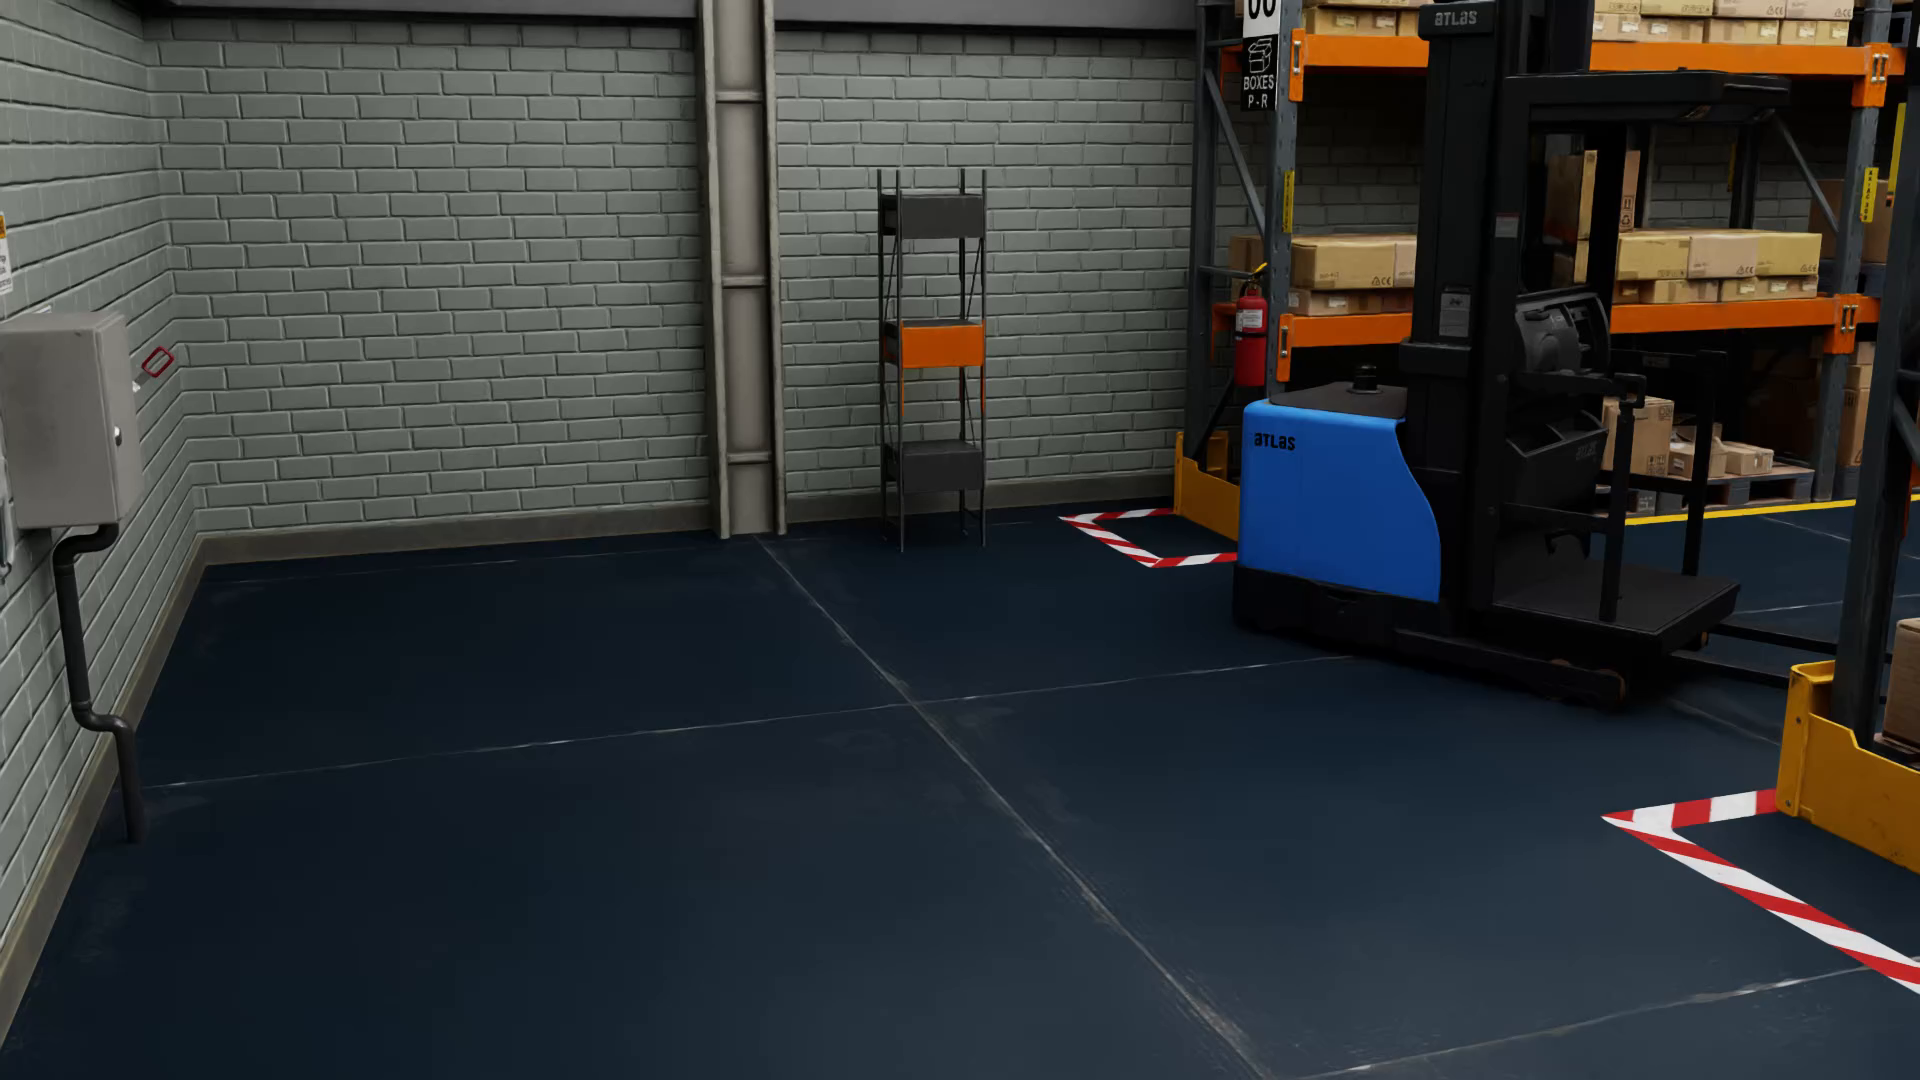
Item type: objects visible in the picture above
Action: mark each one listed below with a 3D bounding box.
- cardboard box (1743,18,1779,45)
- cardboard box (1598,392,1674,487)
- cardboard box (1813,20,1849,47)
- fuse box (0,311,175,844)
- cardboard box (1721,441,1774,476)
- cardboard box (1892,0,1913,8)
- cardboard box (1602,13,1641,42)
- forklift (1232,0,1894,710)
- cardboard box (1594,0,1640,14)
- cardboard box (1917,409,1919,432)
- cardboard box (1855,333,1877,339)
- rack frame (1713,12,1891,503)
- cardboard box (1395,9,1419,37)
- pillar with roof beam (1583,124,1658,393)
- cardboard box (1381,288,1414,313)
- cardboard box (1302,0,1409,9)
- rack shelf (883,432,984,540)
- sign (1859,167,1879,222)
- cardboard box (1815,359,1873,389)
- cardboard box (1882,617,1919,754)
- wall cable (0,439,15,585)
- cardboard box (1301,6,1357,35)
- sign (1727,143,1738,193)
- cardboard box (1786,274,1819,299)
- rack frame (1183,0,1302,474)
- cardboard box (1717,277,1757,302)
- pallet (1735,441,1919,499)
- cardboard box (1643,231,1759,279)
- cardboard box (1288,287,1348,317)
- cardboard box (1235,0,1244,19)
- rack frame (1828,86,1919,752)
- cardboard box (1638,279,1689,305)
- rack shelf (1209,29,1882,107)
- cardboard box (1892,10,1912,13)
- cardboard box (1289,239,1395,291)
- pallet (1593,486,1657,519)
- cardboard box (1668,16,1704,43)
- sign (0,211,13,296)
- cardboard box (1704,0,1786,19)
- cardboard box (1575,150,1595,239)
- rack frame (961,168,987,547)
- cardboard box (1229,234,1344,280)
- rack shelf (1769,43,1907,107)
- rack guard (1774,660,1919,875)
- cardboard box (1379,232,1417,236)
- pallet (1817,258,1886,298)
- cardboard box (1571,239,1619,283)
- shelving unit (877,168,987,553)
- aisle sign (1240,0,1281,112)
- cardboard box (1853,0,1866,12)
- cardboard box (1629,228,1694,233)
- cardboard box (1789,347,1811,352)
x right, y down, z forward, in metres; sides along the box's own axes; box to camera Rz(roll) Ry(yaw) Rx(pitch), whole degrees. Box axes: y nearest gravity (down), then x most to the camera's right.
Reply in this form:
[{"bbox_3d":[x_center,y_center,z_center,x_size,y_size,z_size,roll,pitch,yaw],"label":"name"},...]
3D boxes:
[{"bbox_3d":[4.642,-3.022,9.924,0.250,0.149,0.380,-4,14,-16],"label":"cardboard box"},{"bbox_3d":[4.005,-0.660,10.428,0.500,0.500,0.700,-5,14,-20],"label":"cardboard box"},{"bbox_3d":[5.133,-3.057,10.073,0.250,0.149,0.380,-5,14,-18],"label":"cardboard box"},{"bbox_3d":[-2.694,0.149,5.318,0.414,1.711,0.539,-4,14,-18],"label":"fuse box"},{"bbox_3d":[4.945,-0.523,10.612,0.250,0.149,0.380,-5,14,-20],"label":"cardboard box"},{"bbox_3d":[5.789,-3.336,10.122,0.250,0.149,0.380,-4,14,-17],"label":"cardboard box"},{"bbox_3d":[3.683,-2.937,9.568,0.250,0.149,0.380,-4,14,-17],"label":"cardboard box"},{"bbox_3d":[2.734,-0.873,6.980,3.031,2.935,1.130,11,18,40],"label":"forklift"},{"bbox_3d":[3.543,-3.140,9.561,0.500,0.250,0.500,-5,14,-19],"label":"cardboard box"},{"bbox_3d":[6.411,-0.827,11.132,0.500,0.500,0.500,-5,14,-19],"label":"cardboard box"},{"bbox_3d":[6.035,-1.257,10.897,0.250,0.149,0.380,-5,14,-21],"label":"cardboard box"},{"bbox_3d":[5.379,-1.811,10.775,0.127,3.000,1.000,-4,14,-18],"label":"rack frame"},{"bbox_3d":[2.453,-2.866,9.269,0.250,0.149,0.380,-4,14,-18],"label":"cardboard box"},{"bbox_3d":[5.805,-3.932,6.726,0.400,9.000,9.100,-4,14,-18],"label":"pillar with roof beam"},{"bbox_3d":[2.451,-1.414,9.647,0.250,0.149,0.380,-5,14,-19],"label":"cardboard box"},{"bbox_3d":[2.096,-3.020,9.055,0.500,0.250,0.500,-5,14,-19],"label":"cardboard box"},{"bbox_3d":[-0.157,-0.315,9.514,0.480,0.518,0.431,-4,14,-18],"label":"rack shelf"},{"bbox_3d":[5.560,-2.114,10.177,0.005,0.325,0.100,-4,14,-18],"label":"sign"},{"bbox_3d":[5.804,-1.083,10.806,0.250,0.149,0.380,-4,14,-15],"label":"cardboard box"},{"bbox_3d":[3.768,0.544,5.503,0.875,0.438,0.875,-5,14,-20],"label":"cardboard box"},{"bbox_3d":[-2.625,-0.811,4.373,0.122,1.984,0.588,-4,14,-18],"label":"wall cable"},{"bbox_3d":[1.964,-2.825,9.100,0.250,0.149,0.380,-4,14,-17],"label":"cardboard box"},{"bbox_3d":[5.199,-2.496,11.151,0.005,0.325,0.100,-4,14,-18],"label":"sign"},{"bbox_3d":[5.158,-1.610,10.472,0.250,0.149,0.380,-4,14,-17],"label":"cardboard box"},{"bbox_3d":[1.588,-1.516,9.533,0.127,3.000,1.000,-4,14,-18],"label":"rack frame"},{"bbox_3d":[4.679,-1.561,10.268,0.250,0.149,0.380,-4,14,-17],"label":"cardboard box"},{"bbox_3d":[6.138,-0.523,11.385,1.213,0.211,1.003,-4,14,-18],"label":"pallet"},{"bbox_3d":[4.504,-1.752,10.206,0.500,0.250,0.500,-4,14,-18],"label":"cardboard box"},{"bbox_3d":[1.987,-1.358,9.412,0.250,0.149,0.380,-5,14,-18],"label":"cardboard box"},{"bbox_3d":[1.923,-3.139,9.558,0.500,0.250,0.500,-5,14,-19],"label":"cardboard box"},{"bbox_3d":[3.175,-0.427,4.958,0.127,3.000,1.000,-4,14,-18],"label":"rack frame"},{"bbox_3d":[4.189,-1.523,10.107,0.250,0.149,0.380,-5,14,-19],"label":"cardboard box"},{"bbox_3d":[3.484,-2.773,9.890,4.000,0.370,1.077,-4,14,-18],"label":"rack shelf"},{"bbox_3d":[6.119,-3.484,10.745,0.250,0.149,0.380,-5,14,-20],"label":"cardboard box"},{"bbox_3d":[2.104,-1.562,9.409,0.500,0.250,0.500,-4,14,-18],"label":"cardboard box"},{"bbox_3d":[3.570,-0.313,10.503,1.213,0.211,1.003,-4,14,-18],"label":"pallet"},{"bbox_3d":[4.145,-2.991,9.796,0.250,0.149,0.380,-4,14,-16],"label":"cardboard box"},{"bbox_3d":[-2.872,-0.852,4.958,0.001,0.242,0.339,-4,14,-18],"label":"sign"},{"bbox_3d":[4.513,-3.211,9.859,0.500,0.250,0.500,-5,14,-20],"label":"cardboard box"},{"bbox_3d":[3.526,-2.038,9.788,0.500,0.500,0.500,-4,14,-17],"label":"cardboard box"},{"bbox_3d":[0.074,-1.027,9.424,0.015,2.100,0.400,-4,14,-18],"label":"rack frame"},{"bbox_3d":[1.939,-1.680,9.904,0.500,0.250,0.500,-4,14,-16],"label":"cardboard box"},{"bbox_3d":[7.275,-3.068,11.131,4.000,0.370,1.077,-4,14,-18],"label":"rack shelf"},{"bbox_3d":[3.152,0.790,5.240,0.348,0.500,1.175,-4,14,-18],"label":"rack guard"},{"bbox_3d":[2.899,-1.753,10.212,0.500,0.250,0.500,-4,14,-16],"label":"cardboard box"},{"bbox_3d":[6.171,-1.753,10.944,1.213,0.211,1.003,-4,14,-18],"label":"pallet"},{"bbox_3d":[3.539,-1.680,9.904,0.500,0.250,0.500,-5,14,-20],"label":"cardboard box"},{"bbox_3d":[-0.157,-1.009,9.348,0.503,2.100,0.431,-4,14,-18],"label":"shelving unit"},{"bbox_3d":[1.617,-2.711,8.941,0.004,0.787,0.394,-4,14,-18],"label":"aisle sign"},{"bbox_3d":[5.644,-3.439,10.554,0.250,0.149,0.380,-4,14,-18],"label":"cardboard box"},{"bbox_3d":[4.351,-1.867,10.691,0.500,0.250,0.500,-5,14,-19],"label":"cardboard box"},{"bbox_3d":[5.884,-1.226,11.407,0.250,0.149,0.380,-4,14,-18],"label":"cardboard box"}]
